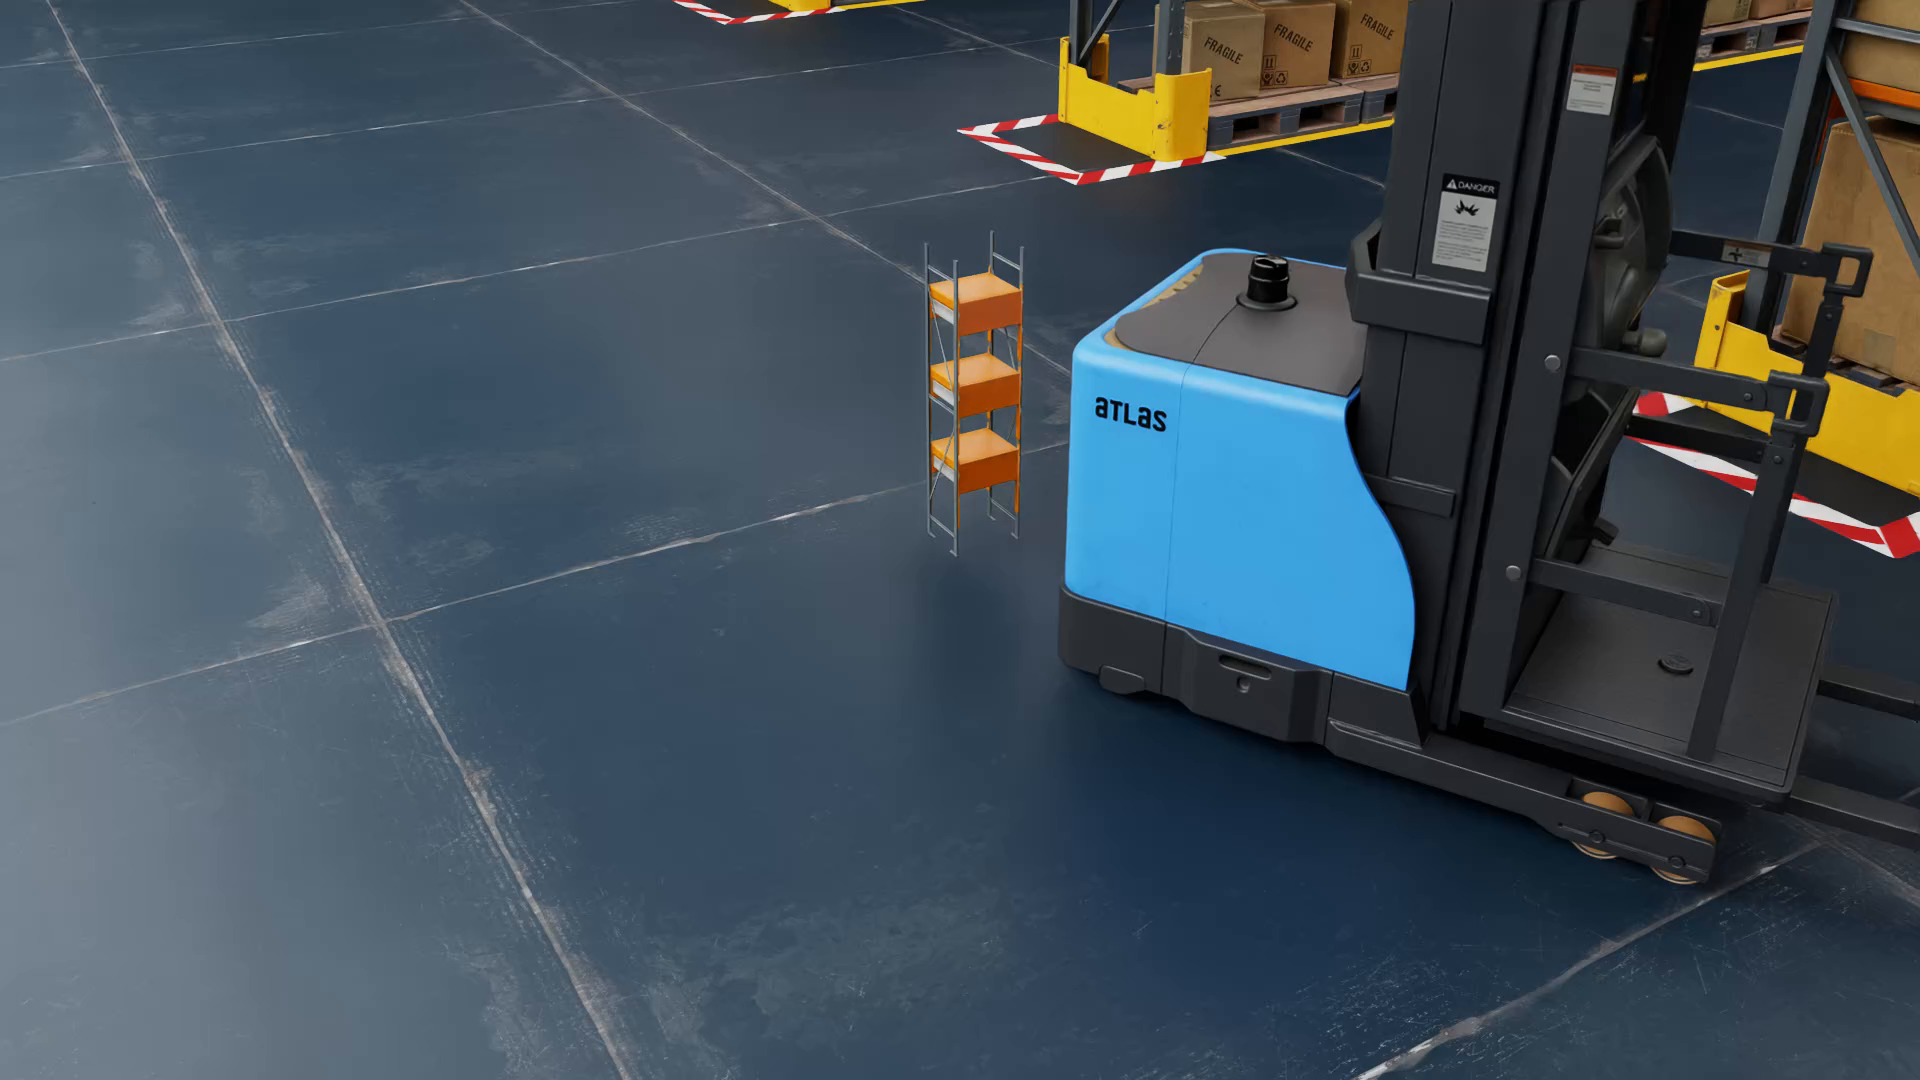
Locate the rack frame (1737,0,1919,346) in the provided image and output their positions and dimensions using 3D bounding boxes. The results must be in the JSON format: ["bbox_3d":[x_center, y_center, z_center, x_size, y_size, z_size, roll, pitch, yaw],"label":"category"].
[{"bbox_3d":[3.407,-1.700,5.726,0.127,3.000,1.000,-16,33,-26],"label":"rack frame"}]

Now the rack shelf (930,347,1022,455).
[{"bbox_3d":[0.046,-0.463,5.525,0.240,0.259,0.215,-16,33,-26],"label":"rack shelf"}]

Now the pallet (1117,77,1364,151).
[{"bbox_3d":[1.765,-2.773,10.556,1.213,0.211,1.003,-16,33,-26],"label":"pallet"}]

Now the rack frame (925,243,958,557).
[{"bbox_3d":[-0.059,-0.443,5.466,0.008,1.050,0.200,-16,33,-26],"label":"rack frame"}]

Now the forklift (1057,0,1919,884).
[{"bbox_3d":[1.824,-0.713,4.008,3.031,2.935,1.130,16,33,26],"label":"forklift"}]

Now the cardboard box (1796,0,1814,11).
[{"bbox_3d":[6.354,-4.393,12.737,0.500,0.500,0.700,-13,31,-22],"label":"cardboard box"}]

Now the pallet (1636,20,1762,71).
[{"bbox_3d":[5.101,-3.741,12.310,1.213,0.211,1.003,-16,33,-26],"label":"pallet"}]

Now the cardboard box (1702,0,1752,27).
[{"bbox_3d":[5.391,-4.119,12.241,0.500,0.500,0.700,-16,33,-27],"label":"cardboard box"}]

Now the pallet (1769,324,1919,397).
[{"bbox_3d":[4.057,-0.708,6.814,1.213,0.211,1.003,-16,33,-26],"label":"pallet"}]

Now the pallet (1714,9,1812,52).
[{"bbox_3d":[6.154,-4.041,12.854,1.213,0.211,1.003,-16,33,-26],"label":"pallet"}]

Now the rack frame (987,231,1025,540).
[{"bbox_3d":[0.151,-0.503,5.574,0.008,1.050,0.200,-16,33,-26],"label":"rack frame"}]

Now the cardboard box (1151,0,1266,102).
[{"bbox_3d":[1.528,-3.027,10.282,0.500,0.500,0.500,-10,30,-17],"label":"cardboard box"}]

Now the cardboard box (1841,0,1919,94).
[{"bbox_3d":[3.704,-1.876,5.889,0.550,0.550,0.875,-16,33,-26],"label":"cardboard box"}]

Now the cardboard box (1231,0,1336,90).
[{"bbox_3d":[2.026,-3.187,10.573,0.500,0.500,0.500,-8,30,-13],"label":"cardboard box"}]

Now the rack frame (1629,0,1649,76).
[{"bbox_3d":[4.430,-4.770,11.289,0.127,3.000,1.000,-16,33,-26],"label":"rack frame"}]

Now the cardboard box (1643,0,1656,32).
[{"bbox_3d":[4.971,-4.010,12.043,0.500,0.500,0.700,-19,34,-30],"label":"cardboard box"}]

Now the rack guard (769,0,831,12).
[{"bbox_3d":[-1.486,-4.798,13.927,0.348,0.500,1.175,-16,33,-26],"label":"rack guard"}]

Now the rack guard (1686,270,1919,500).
[{"bbox_3d":[3.387,-0.600,6.320,0.348,0.500,1.175,-16,33,-26],"label":"rack guard"}]

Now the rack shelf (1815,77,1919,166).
[{"bbox_3d":[5.132,-1.875,6.787,4.000,0.370,1.077,-16,33,-26],"label":"rack shelf"}]

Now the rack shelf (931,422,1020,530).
[{"bbox_3d":[0.046,-0.220,5.659,0.240,0.259,0.215,-16,33,-26],"label":"rack shelf"}]

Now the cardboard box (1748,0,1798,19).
[{"bbox_3d":[5.873,-4.256,12.489,0.500,0.500,0.700,-19,34,-30],"label":"cardboard box"}]

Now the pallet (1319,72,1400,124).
[{"bbox_3d":[2.816,-3.070,11.094,1.213,0.211,1.003,-16,33,-26],"label":"pallet"}]

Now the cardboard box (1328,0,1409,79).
[{"bbox_3d":[2.576,-3.332,10.836,0.500,0.500,0.500,-13,31,-22],"label":"cardboard box"}]

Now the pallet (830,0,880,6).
[{"bbox_3d":[-0.783,-4.868,14.353,1.213,0.211,1.003,-16,33,-26],"label":"pallet"}]

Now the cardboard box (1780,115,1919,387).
[{"bbox_3d":[3.958,-1.147,6.489,0.875,0.875,0.875,-16,33,-26],"label":"cardboard box"}]

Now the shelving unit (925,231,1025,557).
[{"bbox_3d":[0.046,-0.473,5.520,0.252,1.050,0.215,-16,33,-26],"label":"shelving unit"}]

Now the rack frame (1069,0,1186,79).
[{"bbox_3d":[0.982,-3.791,9.515,0.127,3.000,1.000,-16,33,-26],"label":"rack frame"}]

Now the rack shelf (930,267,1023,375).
[{"bbox_3d":[0.046,-0.712,5.388,0.240,0.259,0.215,-16,33,-26],"label":"rack shelf"}]

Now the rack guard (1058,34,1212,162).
[{"bbox_3d":[1.047,-2.715,10.153,0.348,0.500,1.175,-16,33,-26],"label":"rack guard"}]
